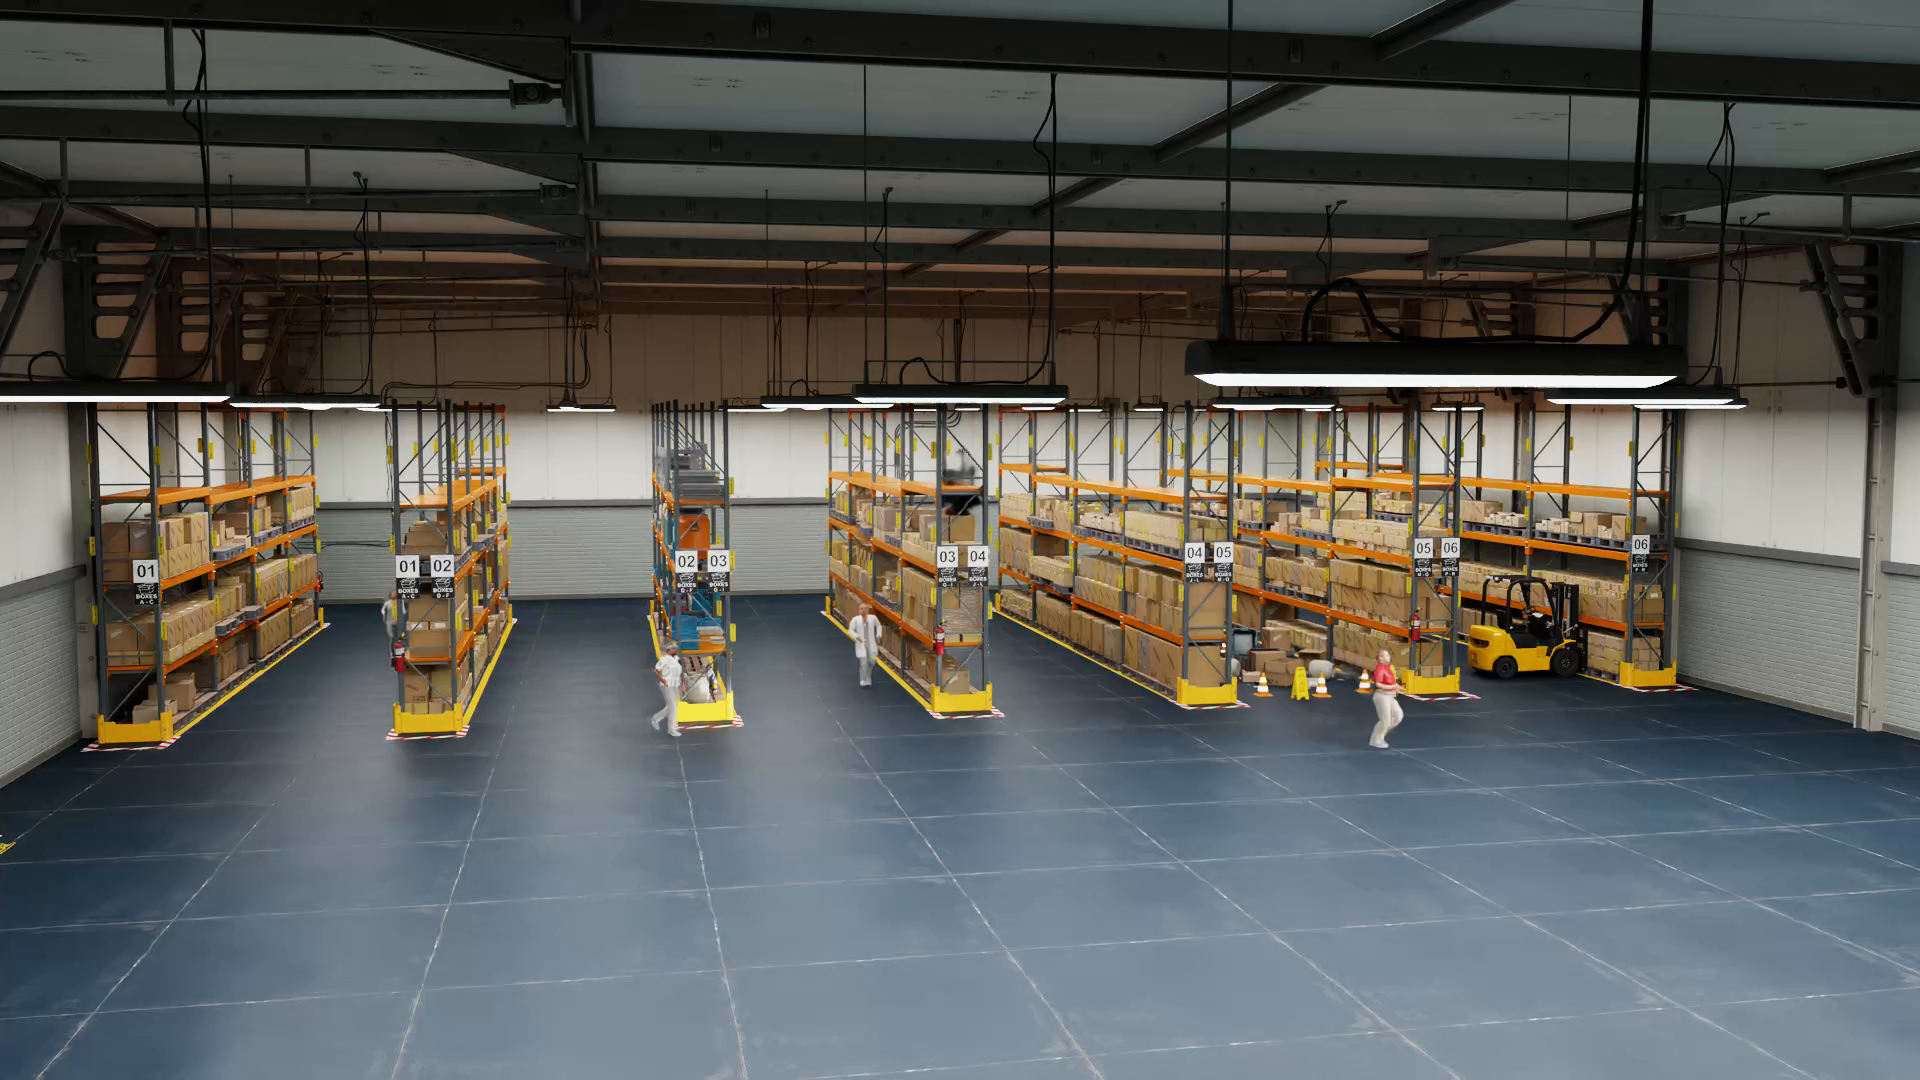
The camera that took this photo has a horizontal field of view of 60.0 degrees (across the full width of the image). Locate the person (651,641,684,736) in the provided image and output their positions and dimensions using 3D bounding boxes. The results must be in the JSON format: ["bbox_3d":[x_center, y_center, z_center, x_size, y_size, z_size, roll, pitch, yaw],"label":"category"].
[{"bbox_3d":[-5.228,2.646,29.894,0.725,1.680,0.673,2,5,29],"label":"person"}]

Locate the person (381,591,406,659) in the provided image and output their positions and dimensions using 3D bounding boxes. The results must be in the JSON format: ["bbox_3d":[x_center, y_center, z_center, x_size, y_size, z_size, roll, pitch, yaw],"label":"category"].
[{"bbox_3d":[-13.325,1.975,39.122,0.545,1.574,0.857,-1,4,-16],"label":"person"}]

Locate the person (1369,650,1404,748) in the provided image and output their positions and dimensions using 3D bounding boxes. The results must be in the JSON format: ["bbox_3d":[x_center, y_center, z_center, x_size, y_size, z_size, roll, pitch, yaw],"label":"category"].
[{"bbox_3d":[7.337,2.730,28.483,0.620,1.708,0.648,3,5,31],"label":"person"}]

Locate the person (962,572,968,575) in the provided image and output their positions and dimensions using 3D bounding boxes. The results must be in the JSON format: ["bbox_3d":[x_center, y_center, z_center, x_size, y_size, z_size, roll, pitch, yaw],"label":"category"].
[{"bbox_3d":[-0.168,1.227,48.451,0.717,1.687,0.635,3,5,37],"label":"person"}]

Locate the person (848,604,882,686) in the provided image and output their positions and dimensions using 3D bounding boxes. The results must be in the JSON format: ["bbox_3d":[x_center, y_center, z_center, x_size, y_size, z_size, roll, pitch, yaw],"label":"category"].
[{"bbox_3d":[-1.984,2.211,35.015,0.722,1.735,0.668,-1,4,-10],"label":"person"}]
